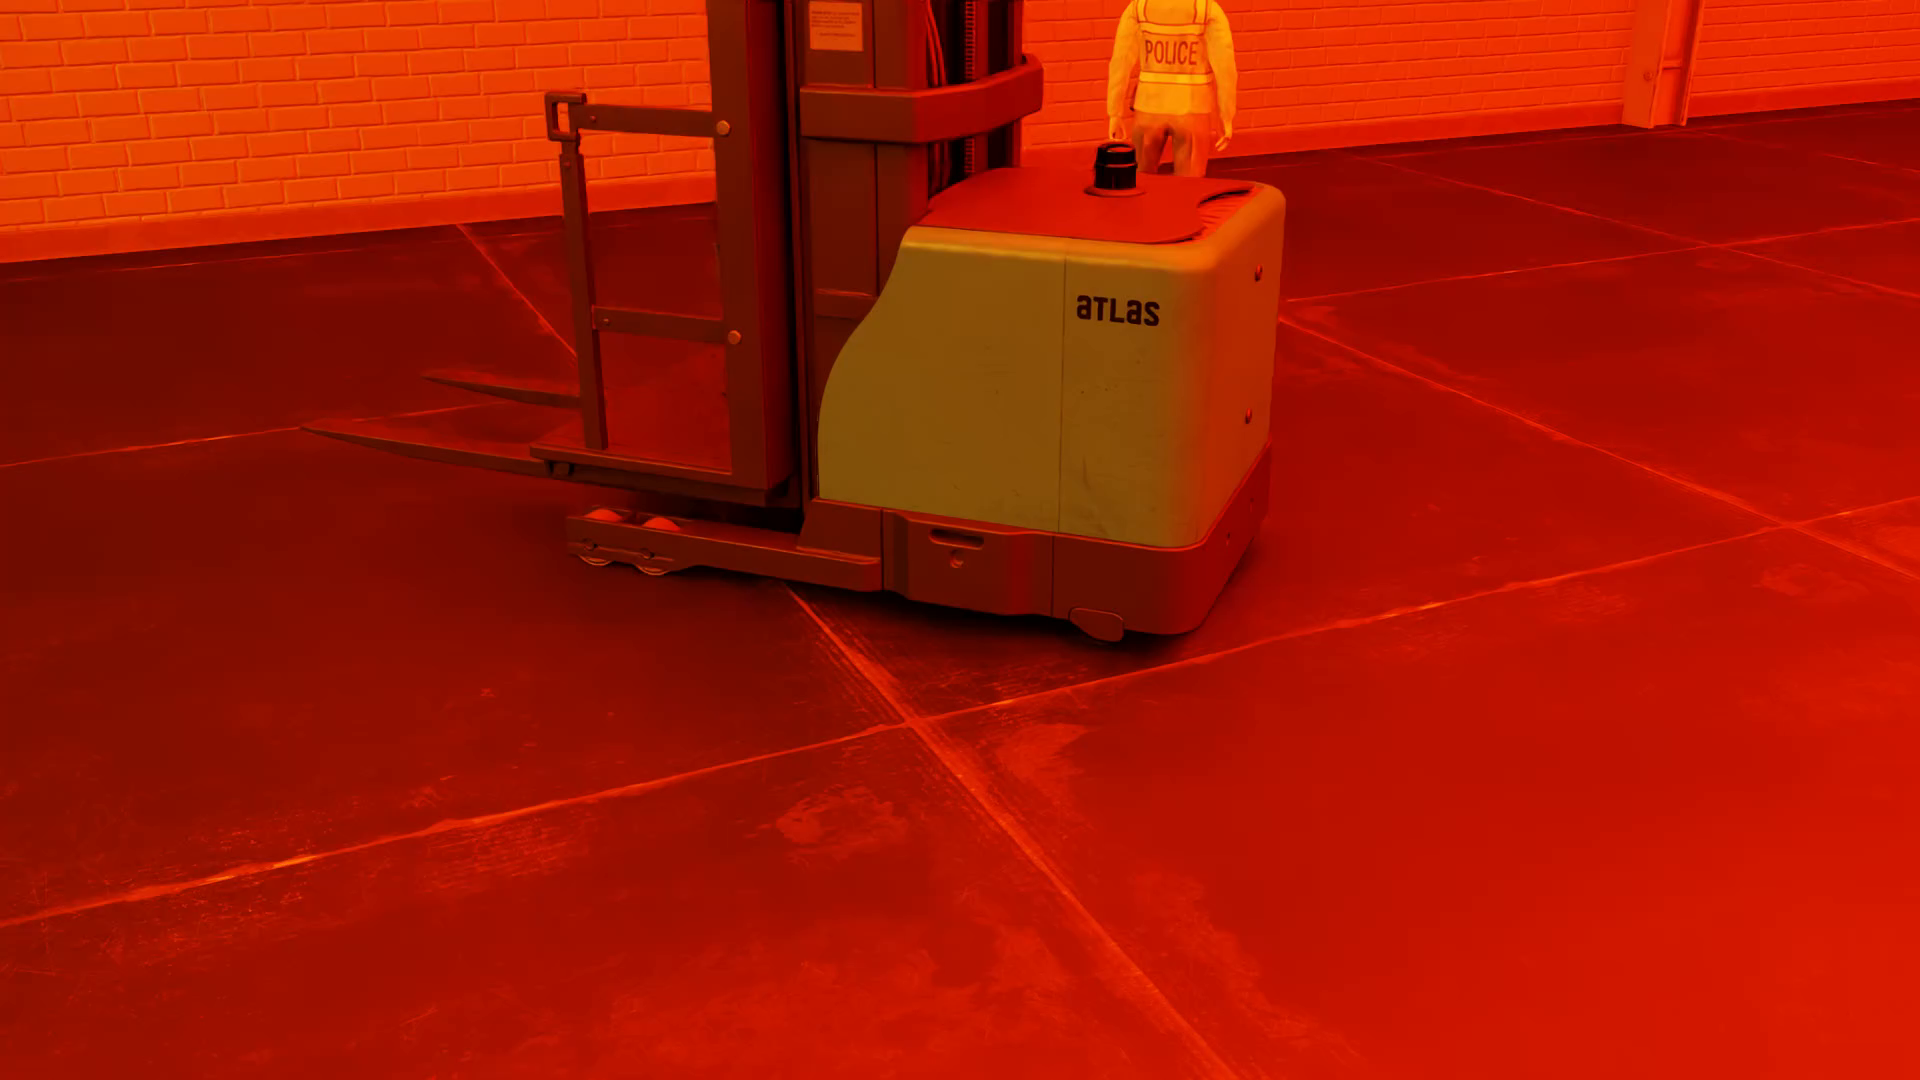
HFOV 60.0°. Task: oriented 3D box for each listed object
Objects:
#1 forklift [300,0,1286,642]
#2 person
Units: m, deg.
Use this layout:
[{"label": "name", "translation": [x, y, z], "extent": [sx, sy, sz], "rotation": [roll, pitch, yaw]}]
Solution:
[{"label": "forklift", "translation": [-0.623, -1.427, 4.720], "extent": [3.031, 2.935, 1.130], "rotation": [9, 24, 20]}, {"label": "person", "translation": [0.975, -1.906, 7.629], "extent": [0.591, 1.716, 0.477], "rotation": [8, 24, 18]}]
